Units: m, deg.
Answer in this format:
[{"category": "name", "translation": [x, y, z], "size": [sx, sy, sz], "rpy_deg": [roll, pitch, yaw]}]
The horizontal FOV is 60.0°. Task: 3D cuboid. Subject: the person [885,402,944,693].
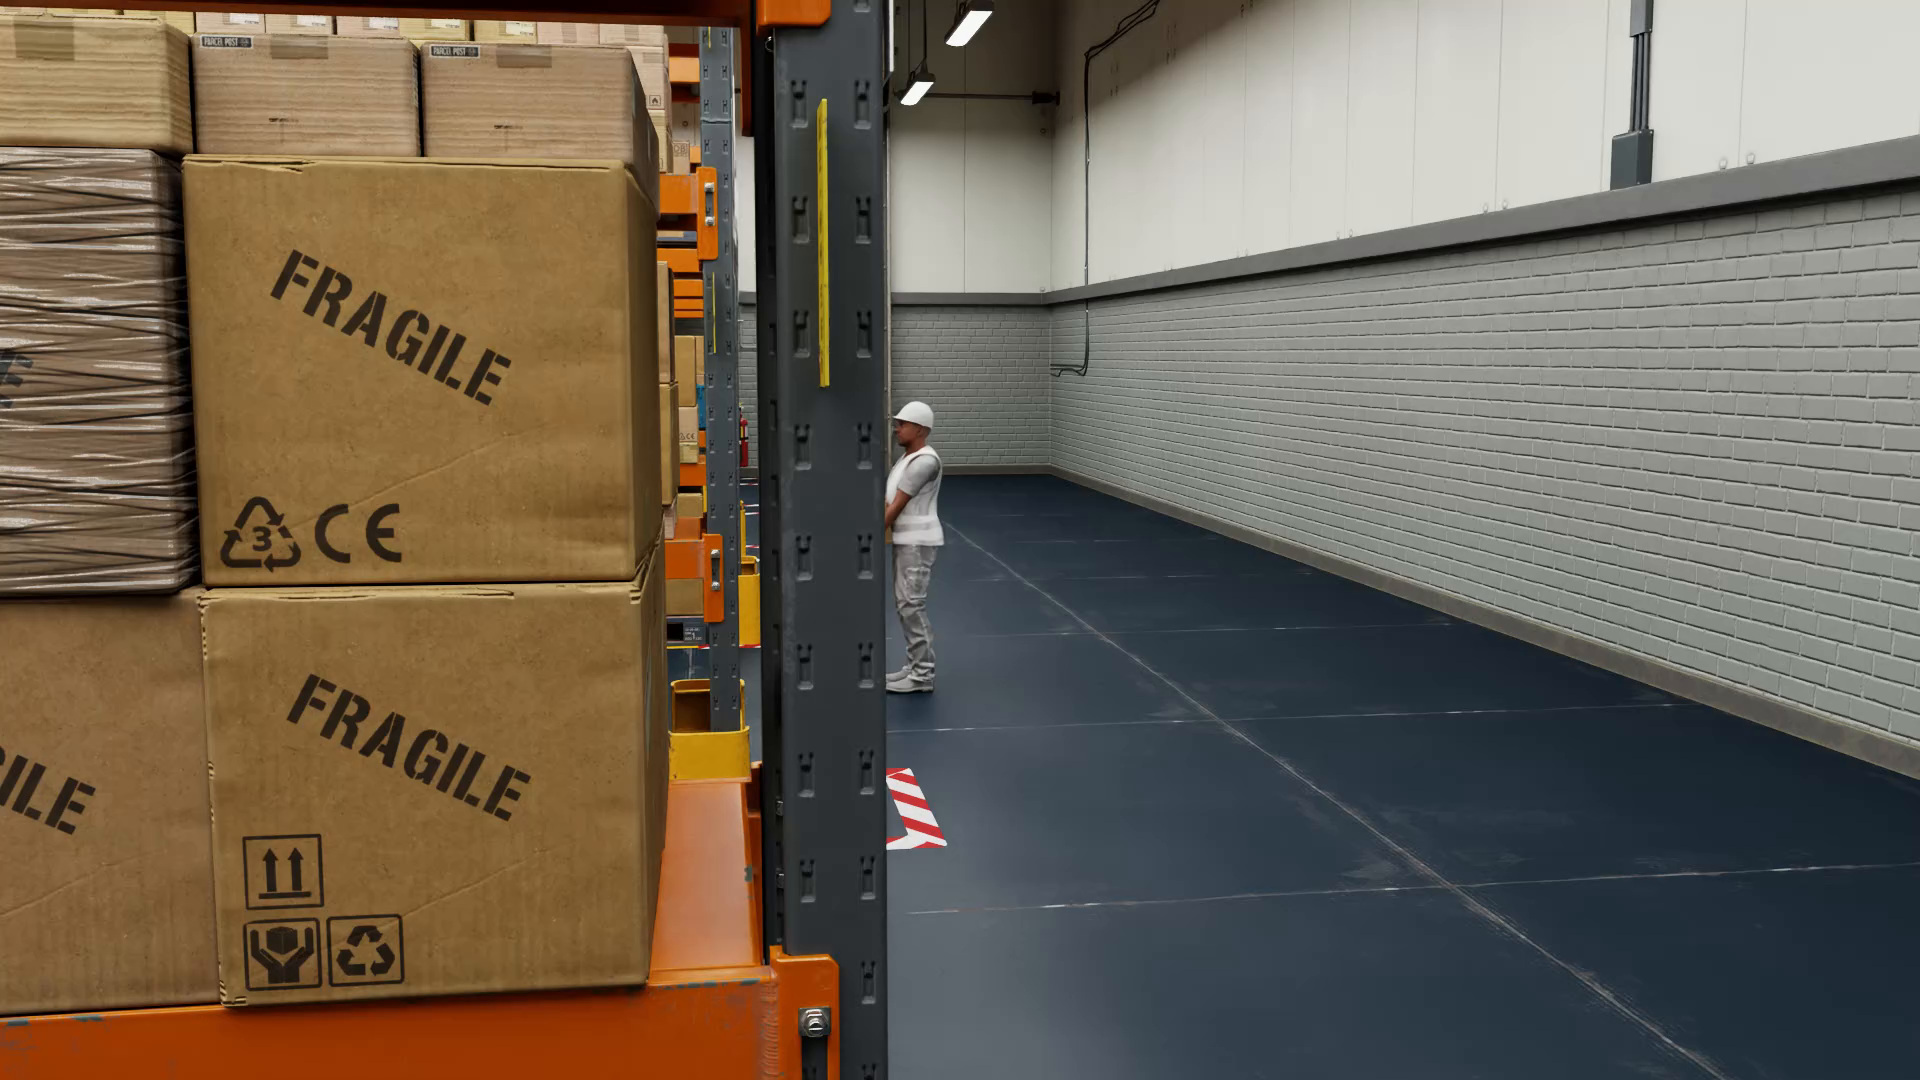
[{"category": "person", "translation": [-0.388, 0.039, 10.273], "size": [0.566, 1.782, 0.458], "rpy_deg": [-1, 6, -9]}]
